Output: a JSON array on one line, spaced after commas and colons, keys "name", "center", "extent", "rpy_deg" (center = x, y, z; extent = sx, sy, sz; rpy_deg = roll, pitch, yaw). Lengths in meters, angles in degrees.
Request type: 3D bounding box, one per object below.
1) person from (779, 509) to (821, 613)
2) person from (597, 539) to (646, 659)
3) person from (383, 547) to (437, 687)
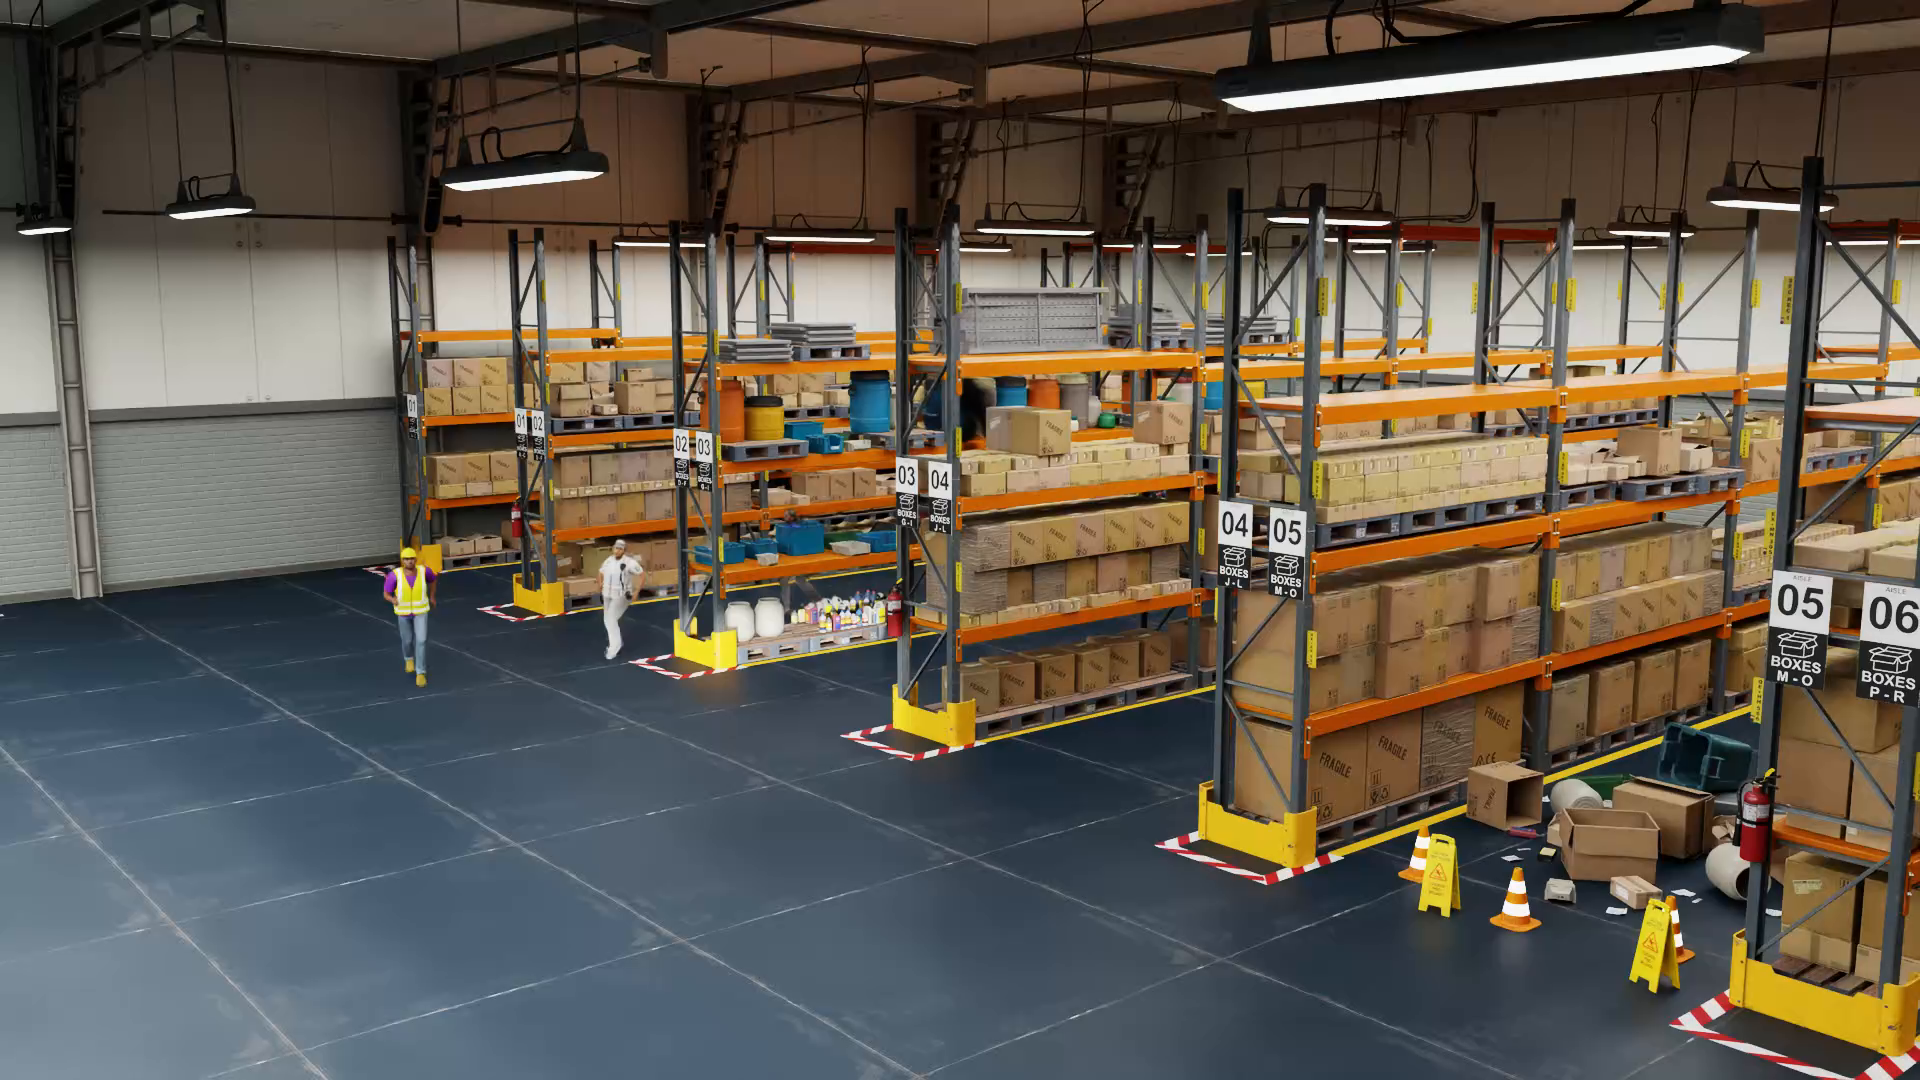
[{"name": "person", "center": [-2.539, 0.344, 26.138], "extent": [0.812, 1.693, 0.575], "rpy_deg": [-8, 12, -41]}, {"name": "person", "center": [-4.757, 0.822, 23.171], "extent": [0.673, 1.685, 0.627], "rpy_deg": [4, 10, 24]}, {"name": "person", "center": [-7.170, 0.961, 21.727], "extent": [0.664, 1.777, 0.949], "rpy_deg": [-3, 9, -17]}]
